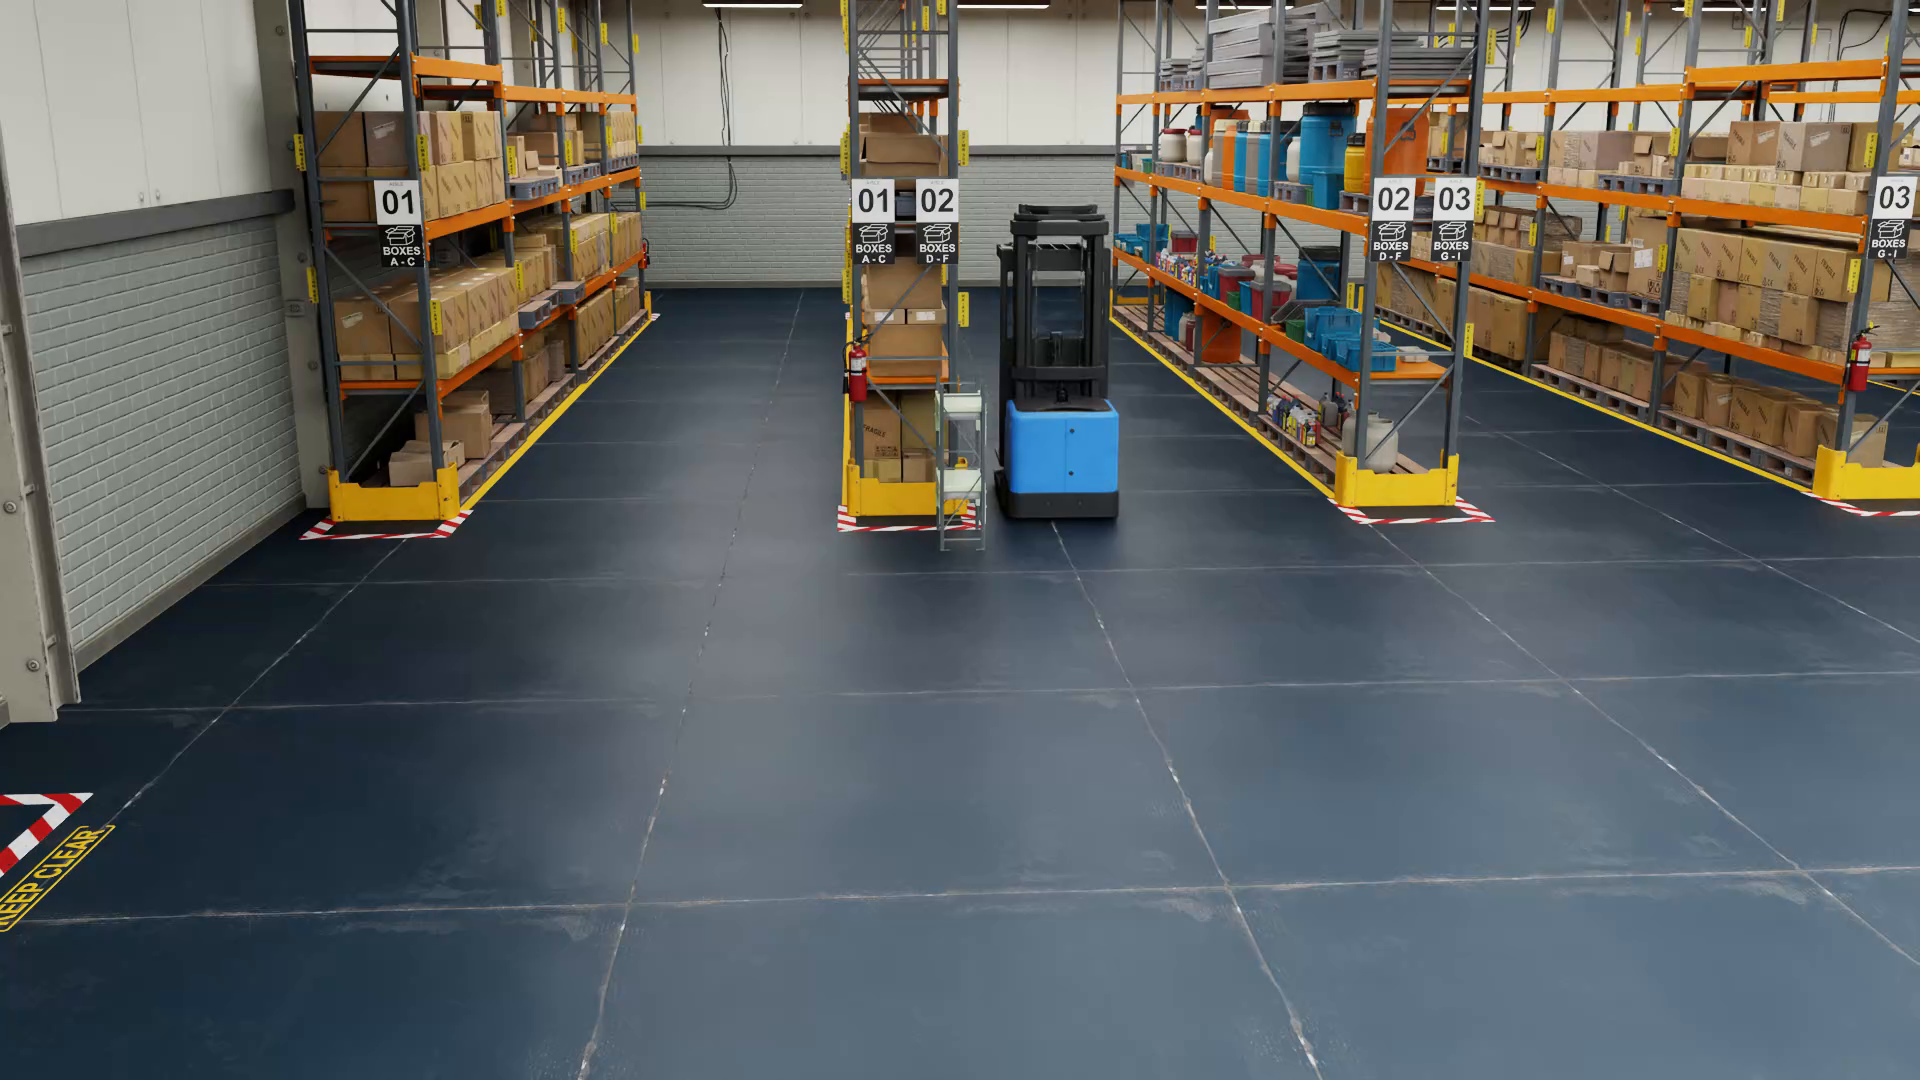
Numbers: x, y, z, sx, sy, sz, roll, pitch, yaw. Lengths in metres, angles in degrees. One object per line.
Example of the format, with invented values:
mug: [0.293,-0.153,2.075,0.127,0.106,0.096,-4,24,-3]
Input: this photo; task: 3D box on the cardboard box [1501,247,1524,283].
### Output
cardboard box: [8.567,-4.173,25.249,0.500,0.500,0.500,-1,14,-4]

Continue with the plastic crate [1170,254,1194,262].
plastic crate: [3.792,-4.819,28.370,0.396,0.136,0.243,-1,14,-3]

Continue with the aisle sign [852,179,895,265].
aisle sign: [-0.811,-2.978,15.589,0.394,0.787,0.004,-1,14,-3]

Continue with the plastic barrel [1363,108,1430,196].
plastic barrel: [4.265,-3.799,16.270,0.600,0.830,0.708,-1,14,-3]

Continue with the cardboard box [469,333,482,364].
cardboard box: [-5.251,-1.982,17.194,0.500,0.250,0.500,-1,14,-4]

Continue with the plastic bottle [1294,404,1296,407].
plastic bottle: [3.940,-1.461,19.501,0.097,0.271,0.097,0,14,0]

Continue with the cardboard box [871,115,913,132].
cardboard box: [-0.827,-4.977,20.507,0.500,0.500,0.500,1,14,2]

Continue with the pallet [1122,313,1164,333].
pallet: [3.516,-3.936,30.124,1.003,0.211,1.213,-1,14,-3]

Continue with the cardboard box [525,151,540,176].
cardboard box: [-5.974,-4.841,21.778,0.797,0.503,0.637,1,14,4]

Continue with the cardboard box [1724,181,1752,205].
cardboard box: [8.948,-3.896,18.653,0.500,0.250,0.500,-1,15,-6]

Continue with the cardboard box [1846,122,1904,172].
cardboard box: [9.543,-4.153,17.550,0.500,0.500,0.500,-1,14,-4]

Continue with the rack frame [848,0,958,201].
rack frame: [-0.522,-4.646,15.246,1.000,3.000,0.127,-1,14,-3]

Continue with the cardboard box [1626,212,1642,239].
cardboard box: [13.083,-5.999,31.750,0.500,0.500,0.500,0,14,-1]

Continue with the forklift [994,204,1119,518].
forklift: [0.934,-1.939,16.903,1.130,2.935,3.031,-1,14,-2]

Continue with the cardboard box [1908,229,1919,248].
cardboard box: [13.877,-4.228,23.457,0.700,0.500,0.500,-1,14,-4]

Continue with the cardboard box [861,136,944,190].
cardboard box: [-0.554,-3.657,16.093,0.797,0.503,0.637,0,14,0]

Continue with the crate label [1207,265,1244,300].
crate label: [3.718,-3.571,23.039,0.502,0.435,0.616,-1,14,-3]

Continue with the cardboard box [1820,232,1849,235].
cardboard box: [13.896,-4.810,26.392,0.380,0.149,0.250,-1,14,-4]

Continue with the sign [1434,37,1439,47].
sign: [8.917,-9.272,31.195,0.100,0.325,0.005,-1,14,-3]

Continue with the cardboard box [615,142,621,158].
cardboard box: [-6.007,-6.582,28.049,0.500,0.250,0.500,-1,14,-5]

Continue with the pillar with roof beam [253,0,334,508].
pillar with roof beam: [-2.076,-4.795,15.828,9.100,9.000,0.400,-1,14,-3]

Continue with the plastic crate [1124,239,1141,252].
plastic crate: [3.199,-5.349,30.235,0.416,0.233,0.300,-1,14,-3]

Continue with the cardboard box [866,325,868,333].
cardboard box: [-0.736,-2.673,19.419,0.700,0.500,0.500,-1,14,-5]

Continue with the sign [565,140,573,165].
sign: [-5.420,-5.363,23.018,0.100,0.325,0.005,-1,14,-3]

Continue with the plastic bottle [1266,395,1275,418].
plastic bottle: [3.756,-1.616,20.104,0.097,0.271,0.097,0,14,0]

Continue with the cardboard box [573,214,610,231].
cardboard box: [-5.925,-5.100,26.710,0.500,0.250,0.500,-1,14,-2]

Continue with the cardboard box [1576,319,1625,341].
cardboard box: [8.984,-2.950,23.322,0.500,0.250,0.500,1,14,3]

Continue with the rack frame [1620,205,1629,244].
rack frame: [13.331,-5.923,32.250,1.000,3.000,0.127,-1,14,-3]

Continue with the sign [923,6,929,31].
sign: [-0.464,-7.174,22.880,0.100,0.325,0.005,-1,14,-3]

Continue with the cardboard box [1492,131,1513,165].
cardboard box: [8.722,-6.096,25.852,0.797,0.503,0.637,-1,14,-4]

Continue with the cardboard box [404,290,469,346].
cardboard box: [-5.216,-2.209,16.573,0.500,0.500,0.500,-1,14,-3]

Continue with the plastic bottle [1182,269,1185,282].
plastic bottle: [3.436,-4.035,25.310,0.097,0.201,0.097,0,14,0]

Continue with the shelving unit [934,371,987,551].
shelving unit: [0.000,-0.725,15.057,0.431,1.500,0.755,-1,14,-3]

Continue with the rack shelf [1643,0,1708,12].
rack shelf: [13.455,-9.592,29.245,1.077,0.370,4.000,-1,14,-3]

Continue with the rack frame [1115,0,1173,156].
rack frame: [3.431,-8.700,31.005,1.000,3.000,0.127,-1,14,-3]

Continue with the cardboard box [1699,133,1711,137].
cardboard box: [13.214,-7.076,29.210,0.380,0.149,0.250,-1,15,-6]

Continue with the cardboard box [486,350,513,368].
cardboard box: [-5.807,-2.316,20.858,0.500,0.250,0.500,-1,14,-5]

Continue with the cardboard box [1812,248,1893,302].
cardboard box: [9.085,-2.702,16.927,0.500,0.500,0.500,-1,14,-3]

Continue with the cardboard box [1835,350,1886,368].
cardboard box: [9.142,-1.838,16.879,0.380,0.149,0.250,-1,14,-3]

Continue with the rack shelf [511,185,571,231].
rack shelf: [-5.838,-4.259,21.208,1.077,0.370,4.000,-1,14,-3]

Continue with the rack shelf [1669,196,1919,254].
rack shelf: [9.241,-3.494,18.233,1.077,0.370,4.000,-1,14,-3]

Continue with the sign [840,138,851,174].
sign: [-1.065,-3.578,15.500,0.100,0.325,0.005,-1,14,-3]

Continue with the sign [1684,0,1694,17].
sign: [8.564,-6.311,19.528,0.100,0.325,0.005,-1,14,-3]

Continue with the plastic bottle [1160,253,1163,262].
plastic bottle: [3.315,-4.554,27.189,0.097,0.271,0.097,0,14,0]

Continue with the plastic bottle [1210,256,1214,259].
plastic bottle: [4.079,-4.431,26.700,0.152,0.276,0.135,-1,14,-3]

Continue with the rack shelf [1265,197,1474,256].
rack shelf: [4.298,-3.417,17.936,1.077,0.370,4.000,-1,14,-3]

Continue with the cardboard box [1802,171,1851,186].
cardboard box: [9.081,-3.788,17.434,0.380,0.149,0.250,-1,14,-3]

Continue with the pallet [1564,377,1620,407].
pallet: [8.989,-2.034,22.733,1.003,0.211,1.213,-1,14,-3]

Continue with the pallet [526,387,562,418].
pallet: [-5.842,-1.805,21.841,1.003,0.211,1.213,-1,14,-3]

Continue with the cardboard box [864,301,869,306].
cardboard box: [-0.770,-2.323,16.758,0.380,0.149,0.250,-1,14,-4]

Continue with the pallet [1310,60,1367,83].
pallet: [4.332,-4.922,17.502,1.003,0.211,1.213,-1,14,-3]

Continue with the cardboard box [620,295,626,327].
cardboard box: [-6.181,-3.953,28.766,0.700,0.500,0.500,-1,14,-4]

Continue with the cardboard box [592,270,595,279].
cardboard box: [-5.871,-4.139,25.780,0.380,0.149,0.250,-1,14,-5]

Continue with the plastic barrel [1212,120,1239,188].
plastic barrel: [3.761,-5.293,22.777,0.600,0.901,0.600,0,14,0]

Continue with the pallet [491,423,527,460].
pallet: [-5.637,-1.141,19.260,1.003,0.211,1.213,-1,14,-3]

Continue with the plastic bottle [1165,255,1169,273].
plastic bottle: [3.330,-4.425,26.662,0.061,0.283,0.133,-1,14,-3]
